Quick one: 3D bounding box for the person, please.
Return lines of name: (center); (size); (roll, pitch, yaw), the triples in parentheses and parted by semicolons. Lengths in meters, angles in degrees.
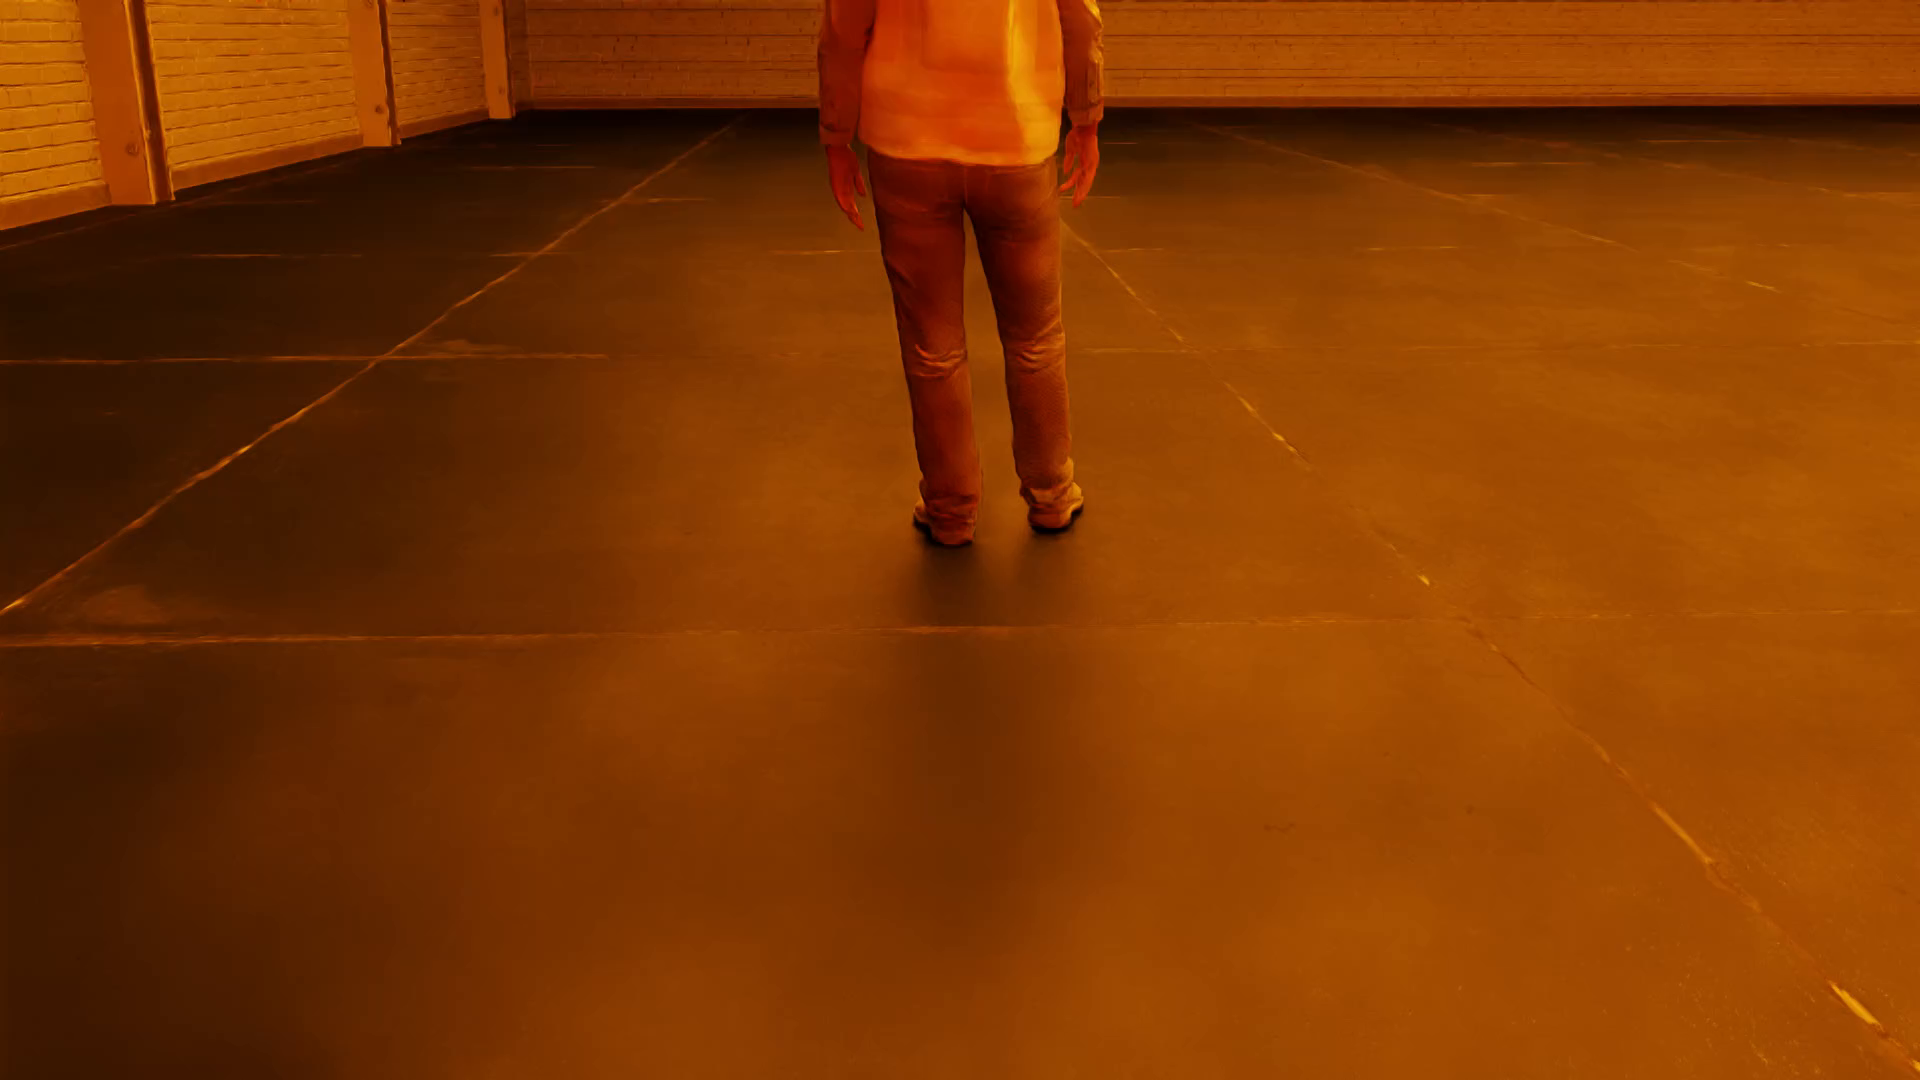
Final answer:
person: (0.005, -0.873, 3.717); (0.632, 1.773, 0.567); (-1, 17, -3)
